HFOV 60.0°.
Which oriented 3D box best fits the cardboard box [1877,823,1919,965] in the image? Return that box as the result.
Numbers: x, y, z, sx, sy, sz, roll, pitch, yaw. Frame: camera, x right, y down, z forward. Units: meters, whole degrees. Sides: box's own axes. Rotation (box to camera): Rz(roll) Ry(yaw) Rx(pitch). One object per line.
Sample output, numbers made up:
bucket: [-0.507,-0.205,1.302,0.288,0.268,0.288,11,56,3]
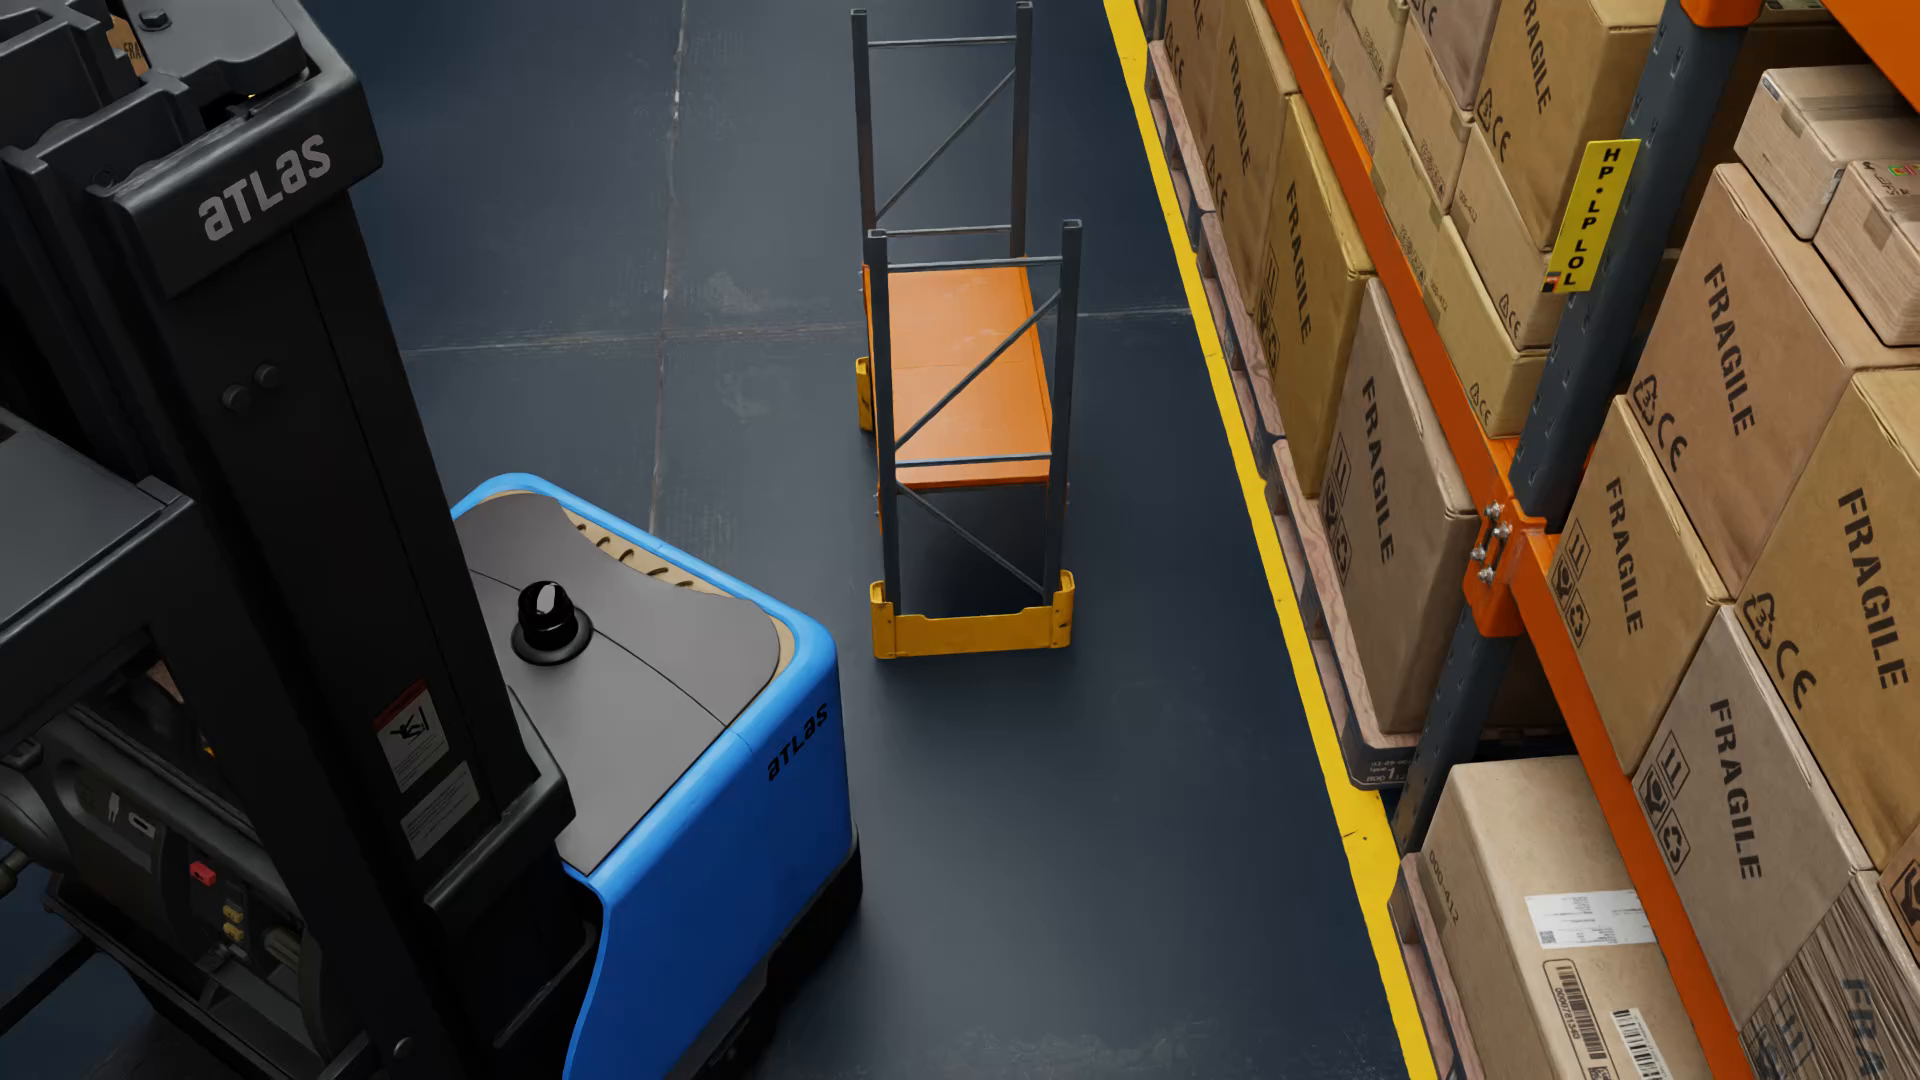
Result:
cardboard box: [1.539,0.472,1.979,0.500,0.500,0.500,-3,47,-3]

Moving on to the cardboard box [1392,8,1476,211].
cardboard box: [1.345,-1.032,3.920,0.500,0.250,0.500,-2,47,-2]

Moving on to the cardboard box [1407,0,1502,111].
cardboard box: [1.335,-1.306,3.664,0.500,0.500,0.500,-3,47,-3]

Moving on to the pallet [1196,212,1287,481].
pallet: [1.428,-0.726,5.792,1.003,0.211,1.213,-3,47,-3]

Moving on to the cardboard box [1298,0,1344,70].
cardboard box: [1.272,-1.612,4.814,0.500,0.250,0.500,-3,47,-3]

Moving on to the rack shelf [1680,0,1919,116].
rack shelf: [1.841,0.417,1.219,1.077,0.370,4.000,-3,47,-3]

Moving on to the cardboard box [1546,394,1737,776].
cardboard box: [1.452,0.075,3.044,0.500,0.500,0.500,-2,47,-2]

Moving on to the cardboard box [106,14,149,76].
cardboard box: [-3.358,-1.828,6.347,0.500,0.500,0.500,-2,47,-2]

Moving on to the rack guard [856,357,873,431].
rack guard: [-0.048,-0.501,5.553,0.587,0.250,0.087,-3,47,-3]

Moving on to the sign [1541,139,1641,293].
sign: [1.133,-0.577,2.988,0.100,0.325,0.005,-3,47,-3]

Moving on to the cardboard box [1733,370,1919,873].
cardboard box: [1.508,0.101,2.331,0.500,0.500,0.500,-4,47,-4]

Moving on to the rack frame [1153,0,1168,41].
rack frame: [1.338,-3.140,6.158,1.000,3.000,0.127,-3,47,-3]

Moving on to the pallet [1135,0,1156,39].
pallet: [1.274,-2.747,7.706,1.003,0.211,1.213,-3,47,-3]

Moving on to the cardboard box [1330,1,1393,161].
cardboard box: [1.320,-1.238,4.460,0.500,0.250,0.500,-5,47,-4]

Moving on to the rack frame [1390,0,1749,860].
rack frame: [1.673,-0.246,3.417,1.000,3.000,0.127,-3,47,-3]

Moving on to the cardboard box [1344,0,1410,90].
cardboard box: [1.295,-1.406,4.275,0.500,0.250,0.500,-2,47,-2]

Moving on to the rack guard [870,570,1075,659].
rack guard: [0.035,0.219,4.870,0.587,0.250,0.087,-3,47,-3]

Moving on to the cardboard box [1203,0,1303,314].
cardboard box: [1.384,-1.403,5.687,0.875,0.875,0.875,-3,47,-3]

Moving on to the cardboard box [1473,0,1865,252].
cardboard box: [1.386,-0.932,3.309,0.500,0.500,0.500,-2,47,-2]

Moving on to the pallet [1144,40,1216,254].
pallet: [1.329,-1.606,6.626,1.003,0.211,1.213,-3,47,-3]

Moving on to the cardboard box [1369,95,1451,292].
cardboard box: [1.343,-0.872,4.113,0.500,0.250,0.500,-4,47,-4]

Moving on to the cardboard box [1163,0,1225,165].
cardboard box: [1.313,-2.049,6.299,0.875,0.875,0.875,-4,47,-4]

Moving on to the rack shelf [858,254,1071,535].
rack shelf: [-0.007,-0.454,4.895,0.538,0.185,1.000,-3,47,-3]

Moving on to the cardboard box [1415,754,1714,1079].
cardboard box: [1.619,0.951,3.758,0.875,0.438,0.875,-4,47,-4]

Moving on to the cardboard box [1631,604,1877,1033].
cardboard box: [1.490,0.439,2.699,0.500,0.500,0.500,-3,47,-3]

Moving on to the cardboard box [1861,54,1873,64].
cardboard box: [1.923,-0.960,3.336,0.500,0.500,0.500,-3,47,-3]

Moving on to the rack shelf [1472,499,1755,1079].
rack shelf: [1.841,1.448,2.308,1.077,0.370,4.000,-3,47,-3]

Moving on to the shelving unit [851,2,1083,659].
shelving unit: [-0.006,-0.571,4.758,0.587,1.500,1.083,-3,47,-3]

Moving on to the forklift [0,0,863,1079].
forklift: [-1.479,0.633,2.632,1.130,2.935,3.031,25,52,22]

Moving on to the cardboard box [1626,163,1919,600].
cardboard box: [1.472,-0.265,2.677,0.500,0.500,0.500,-3,47,-3]

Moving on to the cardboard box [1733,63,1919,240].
cardboard box: [1.441,-0.603,2.551,0.380,0.149,0.250,-4,47,-4]

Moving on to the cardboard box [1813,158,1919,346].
cardboard box: [1.479,-0.419,2.376,0.380,0.149,0.250,-3,47,-3]

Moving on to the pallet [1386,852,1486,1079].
pallet: [1.659,1.268,3.904,1.003,0.211,1.213,-3,47,-3]

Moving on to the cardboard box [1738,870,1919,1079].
cardboard box: [1.525,0.800,2.358,0.500,0.500,0.500,-3,47,-3]

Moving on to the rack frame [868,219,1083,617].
rack frame: [0.035,-0.210,4.416,0.500,1.500,0.032,-3,47,-3]

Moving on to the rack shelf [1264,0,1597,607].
rack shelf: [1.506,-1.446,5.049,1.077,0.370,4.000,-3,47,-3]

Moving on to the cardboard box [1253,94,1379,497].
cardboard box: [1.458,-0.757,5.075,0.875,0.875,0.875,-2,47,-2]

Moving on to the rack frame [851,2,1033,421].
rack frame: [-0.050,-0.945,5.112,0.500,1.500,0.032,-3,47,-3]

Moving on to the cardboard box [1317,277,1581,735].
cardboard box: [1.542,-0.104,4.456,0.875,0.875,0.875,-2,47,-2]

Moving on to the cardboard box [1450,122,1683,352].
cardboard box: [1.394,-0.671,3.578,0.500,0.250,0.500,-4,47,-3]

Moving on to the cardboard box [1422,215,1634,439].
cardboard box: [1.384,-0.504,3.764,0.500,0.250,0.500,-4,47,-4]

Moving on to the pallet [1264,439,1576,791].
pallet: [1.534,0.159,4.954,1.003,0.211,1.213,-3,47,-3]
